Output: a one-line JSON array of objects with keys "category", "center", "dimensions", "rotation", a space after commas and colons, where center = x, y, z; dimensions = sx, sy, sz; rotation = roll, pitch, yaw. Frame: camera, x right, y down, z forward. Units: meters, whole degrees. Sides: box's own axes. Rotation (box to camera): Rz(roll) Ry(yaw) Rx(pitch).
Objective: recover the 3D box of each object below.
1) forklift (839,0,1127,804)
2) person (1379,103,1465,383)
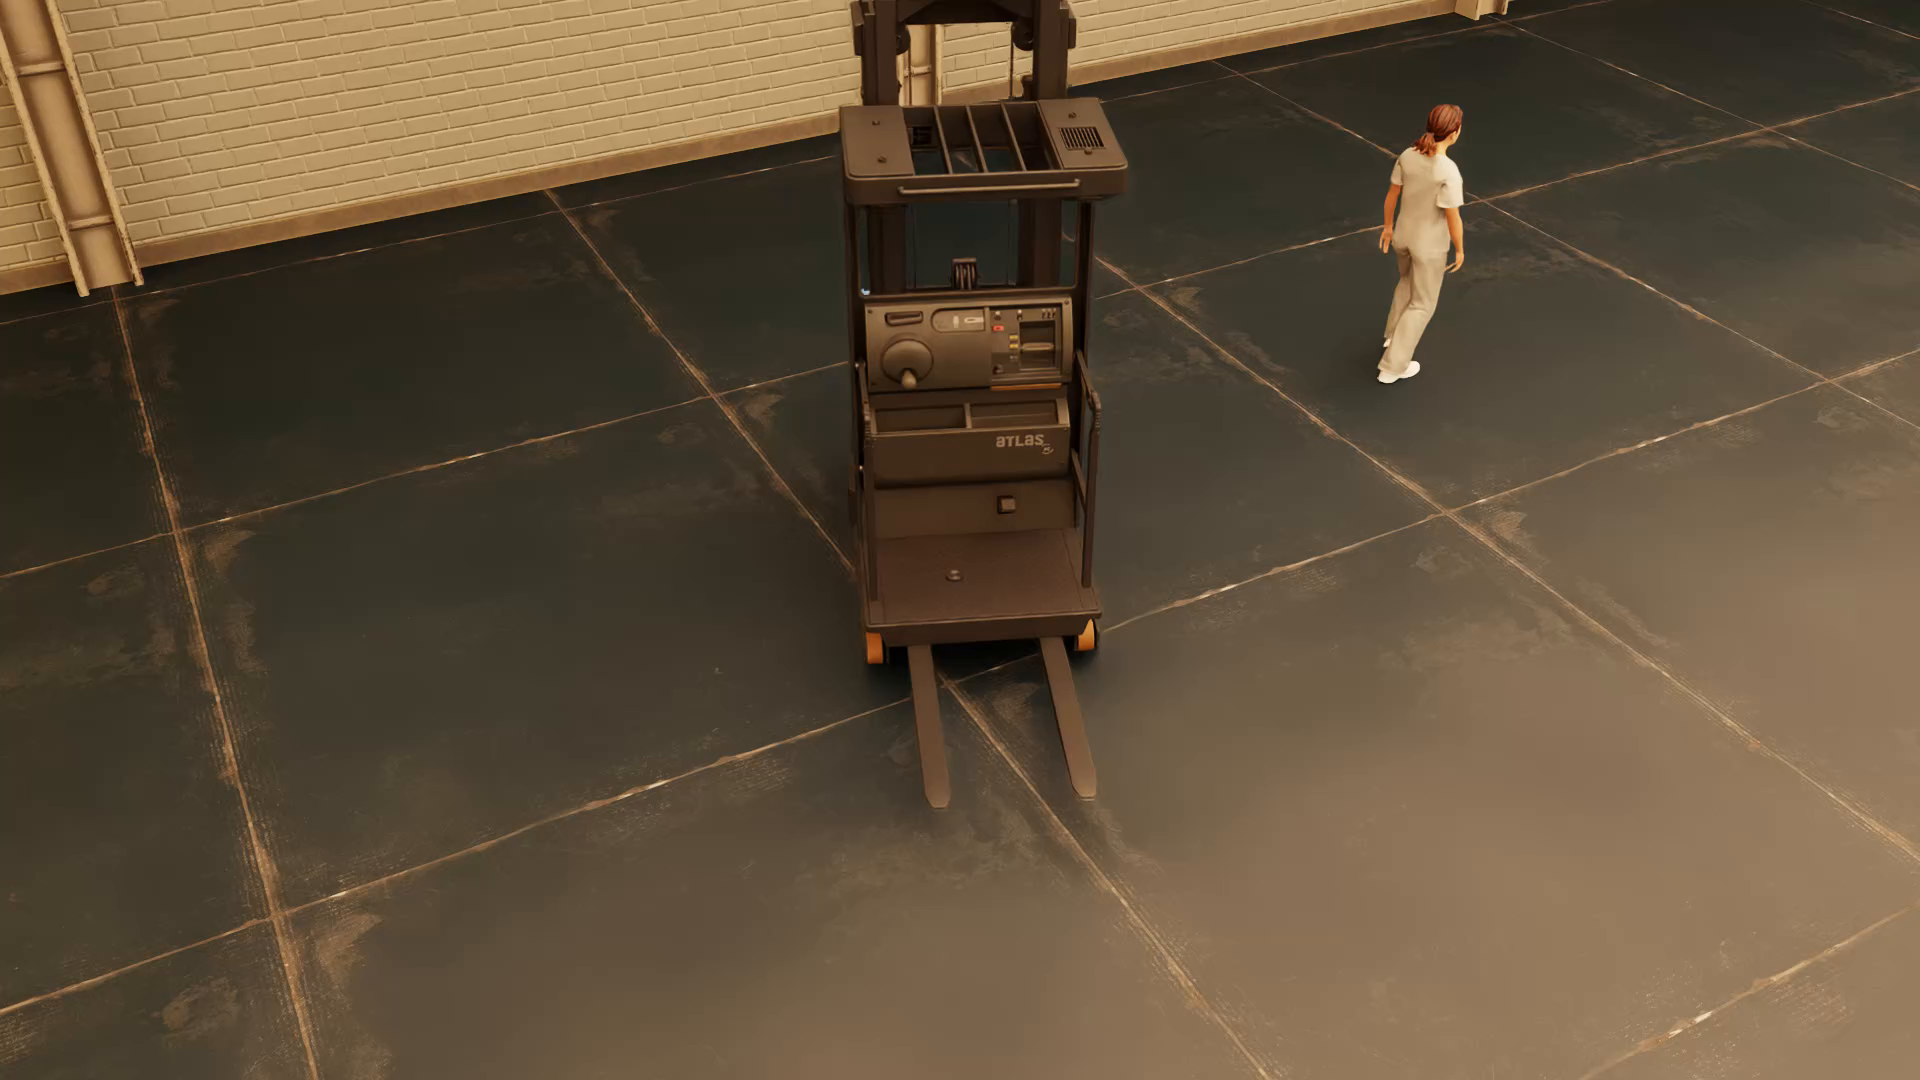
[{"category": "forklift", "center": [0.064, -0.832, 7.300], "dimensions": [1.130, 2.935, 3.031], "rotation": [-3, 35, -5]}, {"category": "person", "center": [2.718, -1.727, 9.712], "dimensions": [0.547, 1.703, 0.546], "rotation": [-20, 40, -26]}]
